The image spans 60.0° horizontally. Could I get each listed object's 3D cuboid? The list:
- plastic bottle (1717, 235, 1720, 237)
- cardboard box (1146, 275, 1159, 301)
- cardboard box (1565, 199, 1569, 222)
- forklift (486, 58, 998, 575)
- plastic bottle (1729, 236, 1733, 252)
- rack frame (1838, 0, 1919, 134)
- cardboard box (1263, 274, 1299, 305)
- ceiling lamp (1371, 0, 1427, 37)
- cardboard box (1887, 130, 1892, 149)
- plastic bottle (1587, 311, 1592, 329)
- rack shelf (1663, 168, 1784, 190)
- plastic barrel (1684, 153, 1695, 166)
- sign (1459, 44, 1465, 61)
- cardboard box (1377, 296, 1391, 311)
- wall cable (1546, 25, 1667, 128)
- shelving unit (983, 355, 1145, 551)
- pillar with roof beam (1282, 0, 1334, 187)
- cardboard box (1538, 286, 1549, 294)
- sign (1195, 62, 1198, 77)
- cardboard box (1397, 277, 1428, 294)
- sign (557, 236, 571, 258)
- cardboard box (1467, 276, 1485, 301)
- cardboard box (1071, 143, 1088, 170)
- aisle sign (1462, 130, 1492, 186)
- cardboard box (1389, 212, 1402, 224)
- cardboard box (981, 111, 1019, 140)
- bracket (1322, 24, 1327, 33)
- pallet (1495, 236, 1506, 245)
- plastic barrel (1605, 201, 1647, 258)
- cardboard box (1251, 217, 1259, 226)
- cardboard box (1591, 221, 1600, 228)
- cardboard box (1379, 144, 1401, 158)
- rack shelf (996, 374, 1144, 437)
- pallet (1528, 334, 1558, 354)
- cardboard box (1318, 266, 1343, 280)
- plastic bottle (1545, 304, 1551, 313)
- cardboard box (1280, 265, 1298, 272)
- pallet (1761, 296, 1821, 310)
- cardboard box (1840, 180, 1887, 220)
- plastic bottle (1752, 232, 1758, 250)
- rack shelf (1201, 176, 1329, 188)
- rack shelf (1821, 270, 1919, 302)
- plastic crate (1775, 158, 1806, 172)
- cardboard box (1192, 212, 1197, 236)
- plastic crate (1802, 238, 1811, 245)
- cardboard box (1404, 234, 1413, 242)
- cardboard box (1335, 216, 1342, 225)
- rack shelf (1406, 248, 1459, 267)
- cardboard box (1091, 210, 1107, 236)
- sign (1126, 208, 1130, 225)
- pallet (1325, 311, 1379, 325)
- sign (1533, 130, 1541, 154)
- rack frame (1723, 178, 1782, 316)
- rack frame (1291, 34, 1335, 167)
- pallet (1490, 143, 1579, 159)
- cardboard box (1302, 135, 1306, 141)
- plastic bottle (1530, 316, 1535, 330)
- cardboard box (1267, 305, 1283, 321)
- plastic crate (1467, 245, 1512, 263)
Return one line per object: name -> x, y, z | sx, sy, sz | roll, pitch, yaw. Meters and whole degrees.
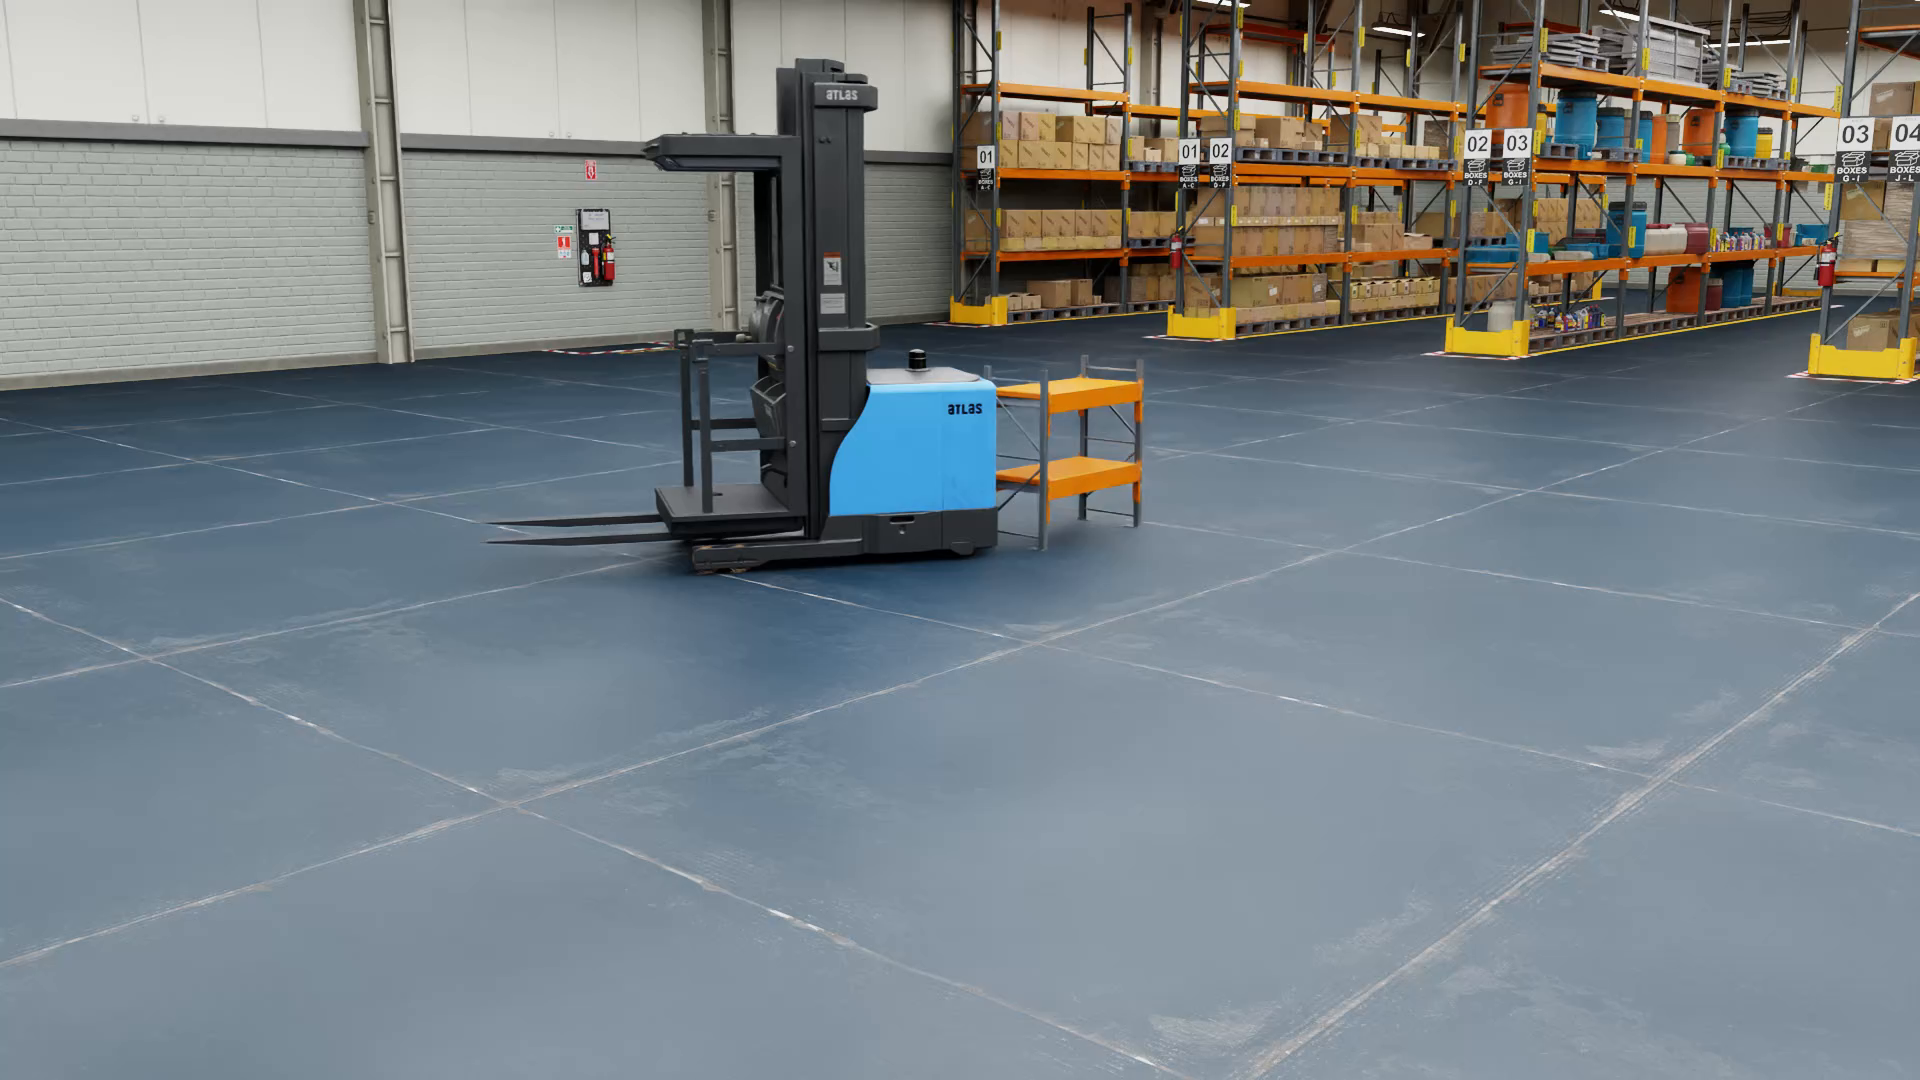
plastic bottle -> 14.819, -5.839, 32.604 | 0.152, 0.276, 0.135 | 10, 15, 40
cardboard box -> 3.706, -5.259, 34.644 | 0.700, 0.500, 0.500 | 9, 15, 39
cardboard box -> 13.477, -7.413, 37.362 | 0.500, 0.500, 0.500 | 10, 15, 42
forklift -> -1.342, -1.349, 9.983 | 3.031, 2.935, 1.130 | -3, 12, -15
plastic bottle -> 14.338, -5.513, 30.952 | 0.061, 0.283, 0.133 | 10, 15, 40
rack frame -> 11.452, -6.509, 20.323 | 1.000, 3.000, 0.127 | 10, 15, 40
cardboard box -> 5.526, -4.344, 28.834 | 0.500, 0.500, 0.500 | 10, 15, 40
ceiling lamp -> 9.767, -12.572, 35.779 | 0.800, 3.185, 2.000 | 10, 15, 40
cardboard box -> 11.964, -5.002, 20.819 | 0.500, 0.250, 0.500 | 10, 15, 42
plastic bottle -> 9.960, -3.490, 26.336 | 0.133, 0.283, 0.061 | -11, 16, -44
rack shelf -> 14.332, -6.796, 31.259 | 1.077, 0.370, 4.000 | 10, 15, 40
plastic barrel -> 12.887, -6.736, 29.516 | 0.294, 0.245, 0.294 | 0, 11, 0
sign -> 9.713, -9.431, 32.167 | 0.100, 0.325, 0.005 | 10, 15, 40
cardboard box -> 7.784, -4.473, 31.396 | 0.500, 0.250, 0.500 | 9, 15, 39
wall cable -> 16.885, -12.174, 43.721 | 3.097, 2.526, 0.112 | 10, 15, 40
shelving unit -> 0.680, -0.589, 10.790 | 0.538, 1.125, 1.048 | 10, 15, 40
pillar with roof beam -> 11.257, -9.854, 37.070 | 9.100, 9.000, 0.548 | 10, 15, 40
cardboard box -> 12.937, -5.602, 37.212 | 0.380, 0.166, 0.250 | 10, 15, 40
sign -> 5.151, -10.214, 36.084 | 0.100, 0.325, 0.005 | 10, 15, 40
cardboard box -> 8.795, -4.971, 32.459 | 0.500, 0.311, 0.500 | 9, 15, 39
sign -> -5.961, -4.411, 25.046 | 0.001, 0.329, 0.234 | 10, 15, 40
cardboard box -> 10.485, -5.196, 34.326 | 0.500, 0.500, 0.500 | 10, 15, 40
cardboard box -> 2.101, -7.341, 31.841 | 0.500, 0.500, 0.500 | 9, 14, 38
aisle sign -> 7.461, -5.510, 24.001 | 0.394, 0.787, 0.004 | 10, 15, 40
cardboard box -> 10.522, -7.913, 41.904 | 0.980, 0.700, 0.700 | 11, 16, 43
cardboard box -> 0.726, -7.533, 30.253 | 0.500, 0.500, 0.500 | 8, 14, 36
bracket -> 8.564, -12.190, 39.580 | 0.235, 0.232, 0.430 | 10, 15, 40
pallet -> 11.325, -6.416, 35.666 | 1.003, 0.211, 1.213 | 10, 15, 40
plastic barrel -> 10.854, -5.059, 27.102 | 0.600, 0.901, 0.708 | 10, 15, 40
cardboard box -> 4.772, -5.321, 27.781 | 0.380, 0.149, 0.250 | 10, 15, 41
cardboard box -> 14.483, -7.150, 38.596 | 0.500, 0.500, 0.500 | 10, 15, 42
cardboard box -> 7.961, -7.313, 31.321 | 0.500, 0.250, 0.500 | 8, 14, 36
rack shelf -> 0.680, -0.876, 10.732 | 0.538, 0.278, 1.000 | 10, 15, 40
pallet -> 8.286, -2.976, 25.071 | 1.003, 0.211, 1.213 | 10, 15, 40
cardboard box -> 8.781, -6.330, 40.057 | 0.700, 0.500, 0.500 | 10, 15, 41
plastic bottle -> 9.527, -3.647, 26.953 | 0.144, 0.351, 0.185 | 10, 15, 42
cardboard box -> 7.295, -6.162, 38.319 | 0.750, 0.750, 0.750 | 10, 15, 42
pallet -> 17.719, -5.077, 35.593 | 1.003, 0.211, 1.213 | 10, 15, 40
cardboard box -> 11.629, -4.365, 21.338 | 0.500, 0.500, 0.500 | 10, 15, 40
plastic bottle -> 15.292, -5.771, 32.072 | 0.144, 0.351, 0.185 | 10, 15, 40
rack shelf -> 6.890, -8.077, 37.672 | 1.077, 0.370, 4.000 | 10, 15, 40
rack shelf -> 12.772, -3.508, 22.454 | 1.077, 0.370, 4.000 | 10, 15, 40
plastic crate -> 16.678, -7.527, 33.412 | 0.497, 0.269, 0.590 | 10, 15, 40
cardboard box -> 4.919, -6.774, 35.588 | 0.700, 0.500, 0.500 | 8, 14, 35
plastic crate -> 17.688, -6.277, 35.000 | 0.396, 0.136, 0.243 | 10, 15, 40
cardboard box -> 8.558, -5.875, 32.694 | 0.500, 0.311, 0.500 | 10, 15, 40
cardboard box -> 6.635, -5.736, 29.860 | 0.380, 0.149, 0.250 | 10, 15, 40
rack shelf -> 10.614, -5.967, 34.762 | 1.077, 0.370, 4.000 | 10, 15, 40
cardboard box -> 2.525, -6.197, 32.495 | 0.500, 0.500, 0.500 | 10, 15, 40
sign -> 3.342, -6.432, 33.046 | 0.100, 0.325, 0.005 | 10, 15, 40
pallet -> 7.110, -4.183, 31.113 | 1.003, 0.211, 1.213 | 10, 15, 40
sign -> 8.142, -5.611, 23.462 | 0.100, 0.325, 0.005 | 10, 15, 40
rack frame -> 15.652, -5.973, 32.956 | 1.000, 3.000, 0.127 | 10, 15, 40
rack frame -> 8.211, -10.195, 38.781 | 1.000, 3.000, 0.127 | 10, 15, 40
pallet -> 8.351, -5.694, 24.387 | 1.003, 0.211, 1.213 | 10, 15, 40
cardboard box -> 5.766, -7.019, 29.334 | 0.500, 0.311, 0.500 | 9, 14, 37
plastic bottle -> 8.999, -3.418, 26.187 | 0.097, 0.201, 0.097 | 0, 11, 0
cardboard box -> 5.192, -3.903, 28.543 | 0.500, 0.250, 0.500 | 10, 15, 40
plastic crate -> 7.837, -4.246, 24.693 | 0.499, 0.251, 0.616 | 10, 15, 40
